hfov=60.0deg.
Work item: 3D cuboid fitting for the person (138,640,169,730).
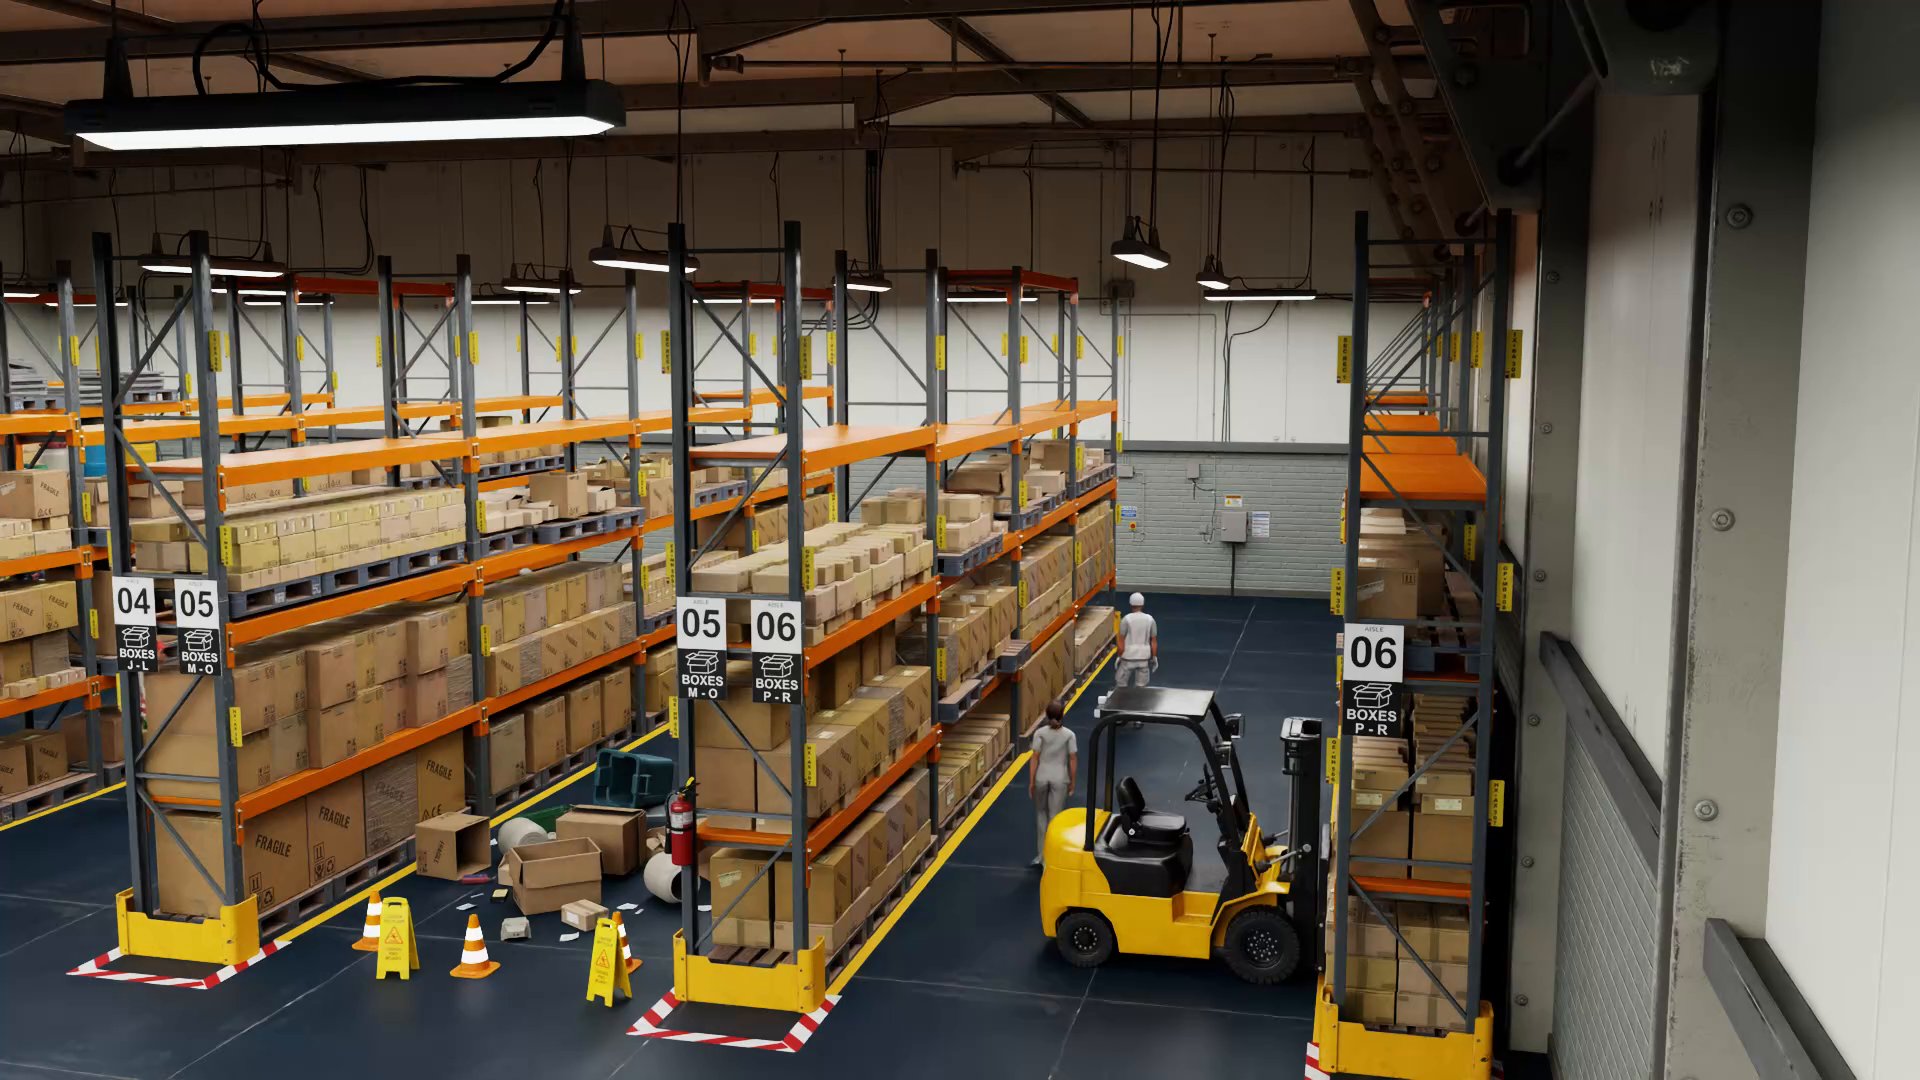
[{"bbox_3d":[-9.018,2.001,18.637,0.650,1.775,0.441,5,9,37],"label":"person"}]

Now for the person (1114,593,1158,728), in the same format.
[{"bbox_3d":[2.333,1.596,22.088,0.593,1.802,0.382,-1,7,-10],"label":"person"}]

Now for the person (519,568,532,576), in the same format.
[{"bbox_3d":[-6.644,1.258,25.361,0.498,1.663,0.532,-6,9,-41],"label":"person"}]

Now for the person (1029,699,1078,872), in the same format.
[{"bbox_3d":[0.903,2.406,16.145,0.455,1.715,0.595,1,7,10],"label":"person"}]
